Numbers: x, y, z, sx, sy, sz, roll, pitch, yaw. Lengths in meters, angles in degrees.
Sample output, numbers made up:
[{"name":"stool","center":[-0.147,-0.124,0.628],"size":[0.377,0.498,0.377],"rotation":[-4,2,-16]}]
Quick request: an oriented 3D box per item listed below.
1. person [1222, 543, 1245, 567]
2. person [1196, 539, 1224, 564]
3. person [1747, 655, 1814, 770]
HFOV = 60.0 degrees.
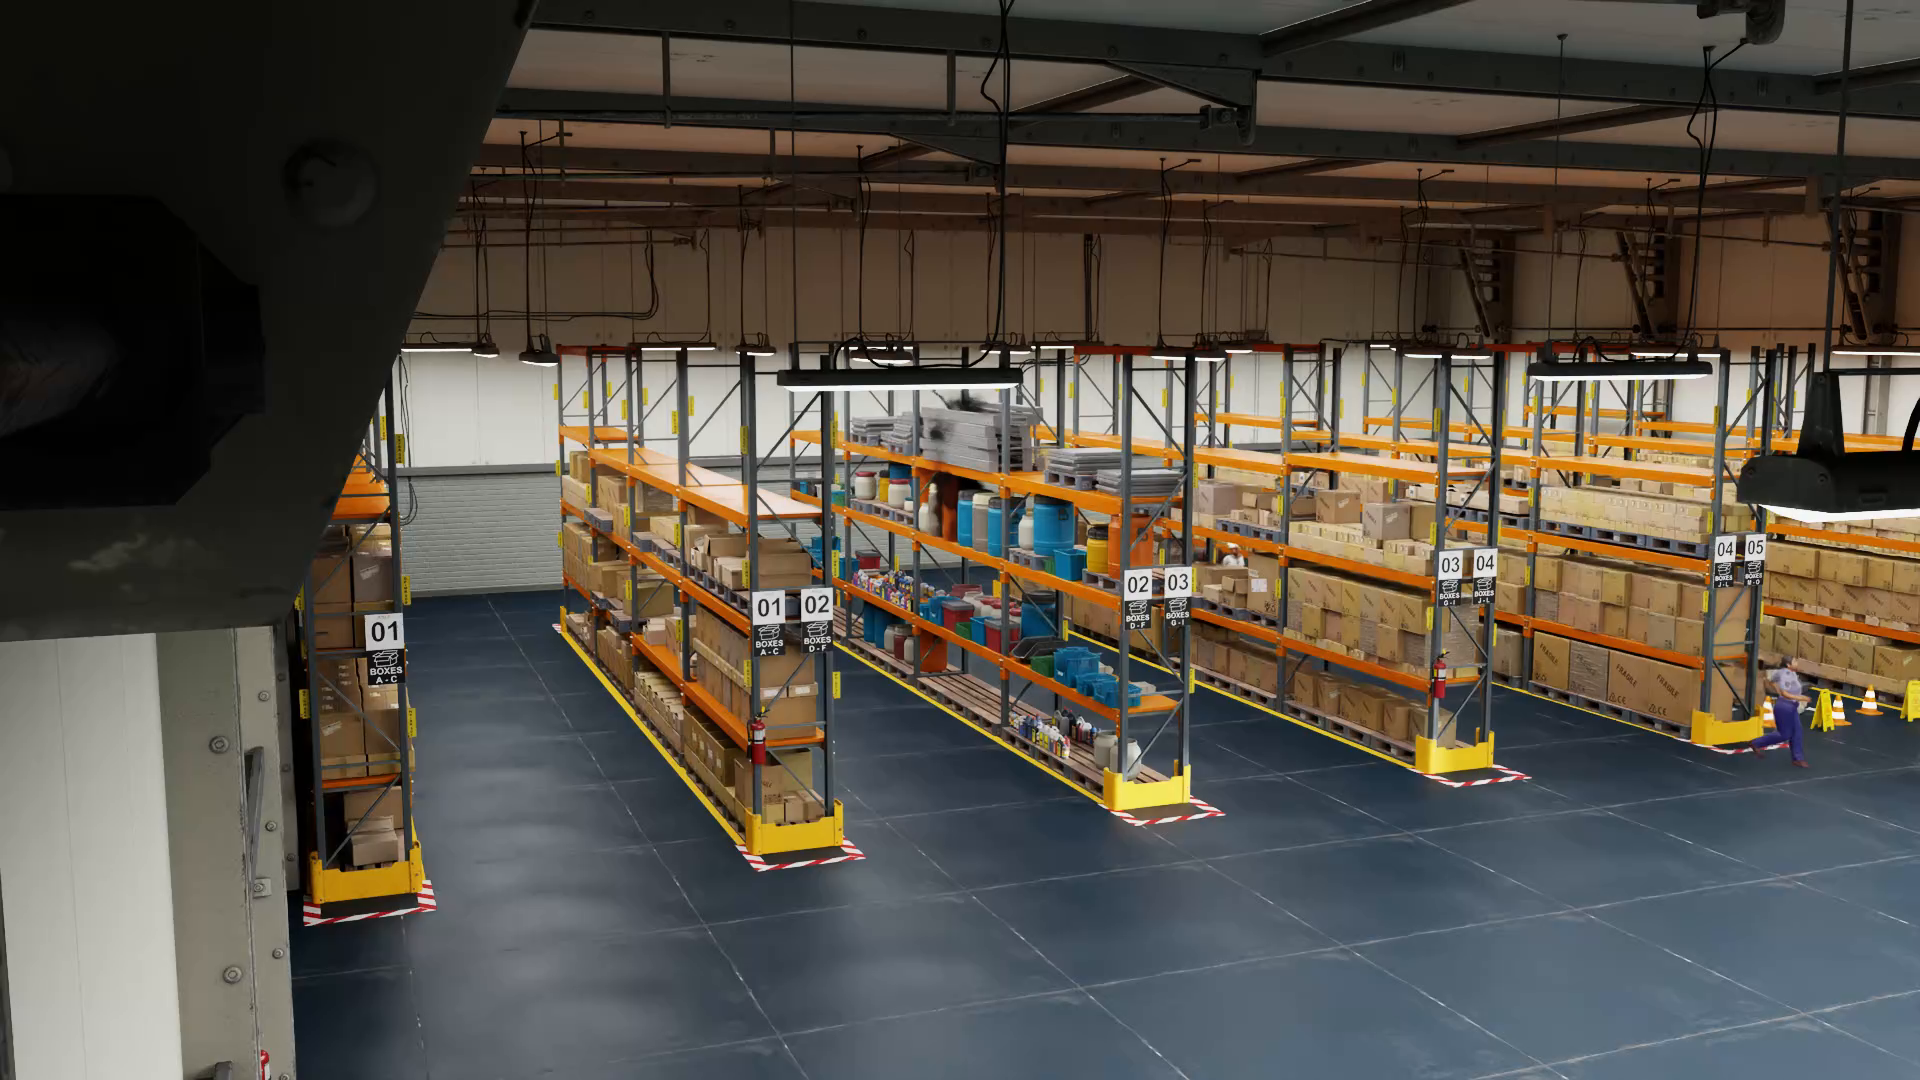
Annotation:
[{"name":"person","center":[5.898,0.916,35.750],"size":[0.673,1.778,0.963],"rotation":[-2,8,-19]},{"name":"person","center":[5.557,0.796,36.882],"size":[0.713,1.761,0.743],"rotation":[-2,8,-18]},{"name":"person","center":[11.935,2.485,24.108],"size":[0.889,1.650,0.613],"rotation":[3,8,25]}]
